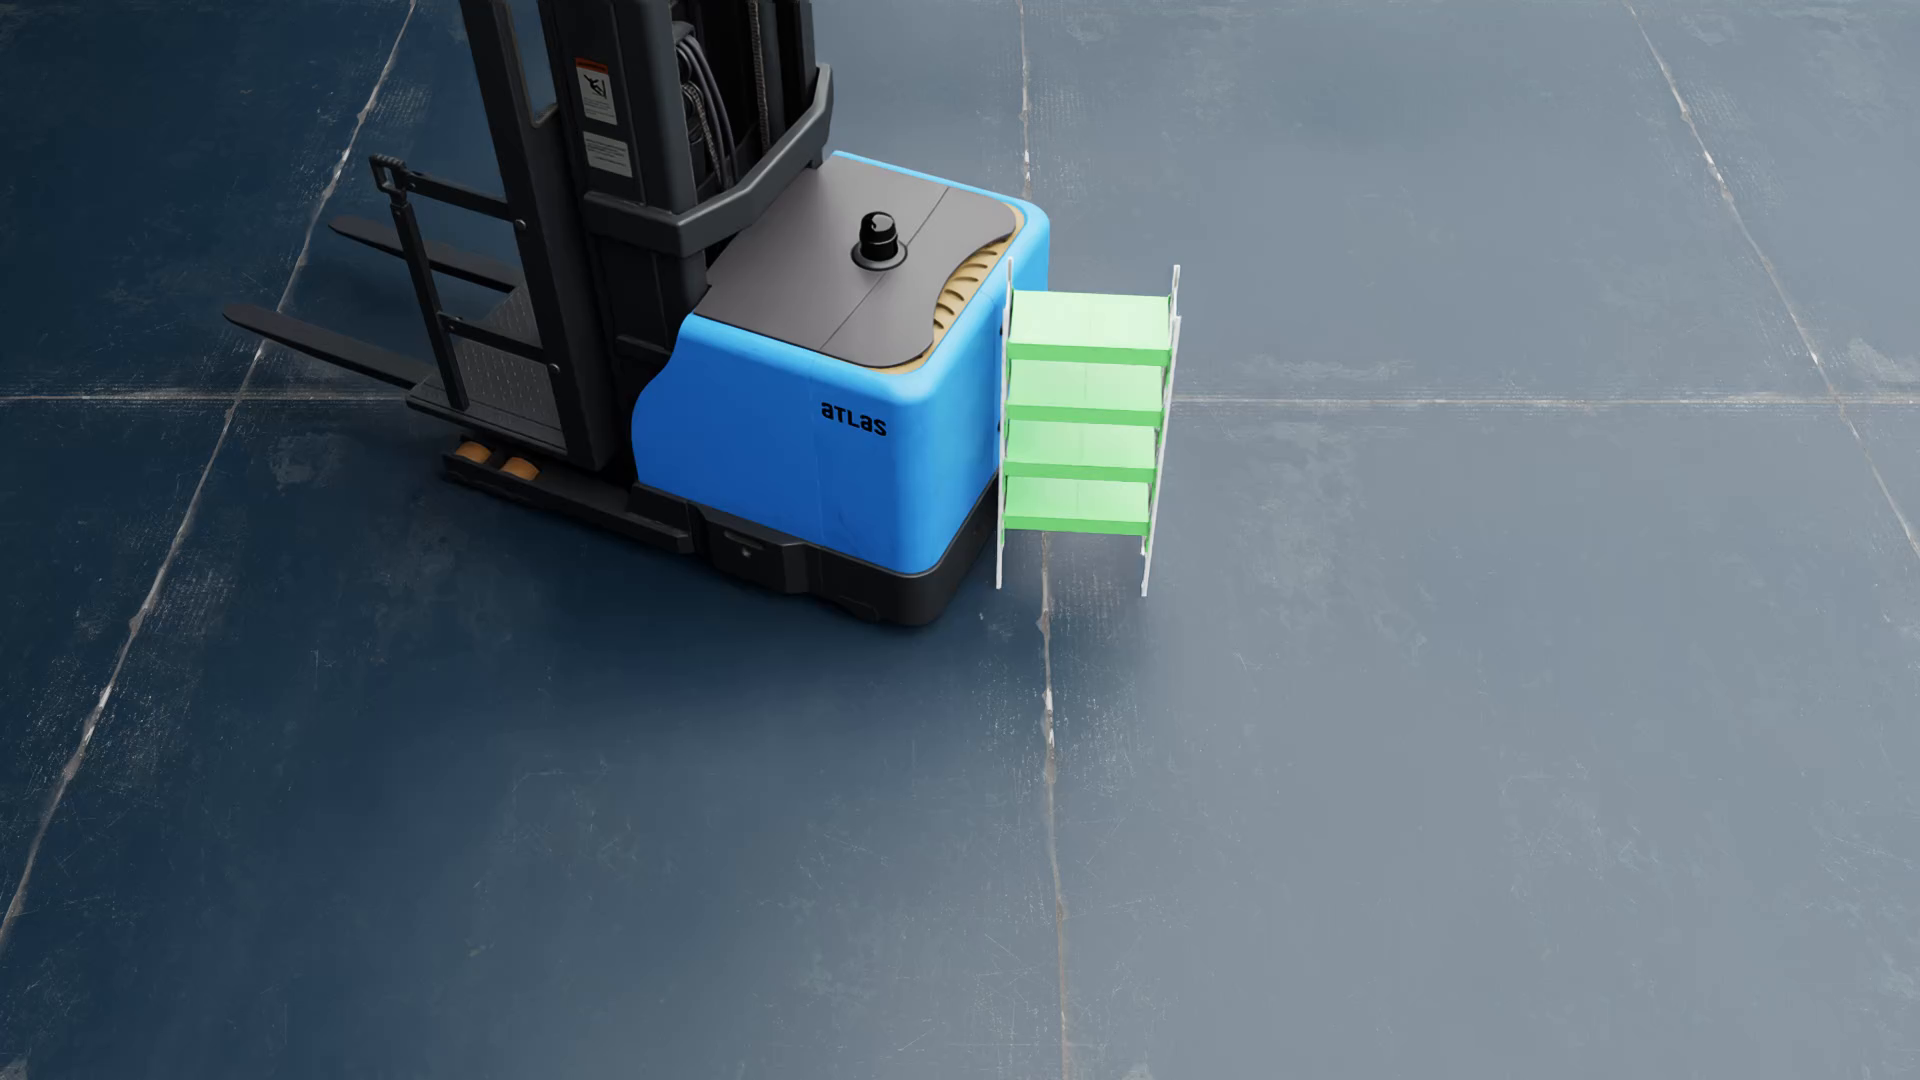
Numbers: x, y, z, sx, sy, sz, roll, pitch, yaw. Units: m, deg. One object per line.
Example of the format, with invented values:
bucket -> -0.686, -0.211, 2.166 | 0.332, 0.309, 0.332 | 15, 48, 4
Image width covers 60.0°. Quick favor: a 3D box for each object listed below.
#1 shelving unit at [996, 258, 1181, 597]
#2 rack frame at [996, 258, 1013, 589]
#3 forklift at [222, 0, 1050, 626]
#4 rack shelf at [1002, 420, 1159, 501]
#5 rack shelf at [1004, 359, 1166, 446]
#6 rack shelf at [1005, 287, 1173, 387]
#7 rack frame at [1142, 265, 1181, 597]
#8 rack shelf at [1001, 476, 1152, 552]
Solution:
shelving unit -> 0.382, -0.320, 5.228 | 0.503, 1.200, 0.258 | 3, 47, 3
rack frame -> 0.139, -0.333, 5.240 | 0.015, 1.200, 0.240 | 3, 47, 3
forklift -> -1.259, -1.457, 5.103 | 3.031, 2.935, 1.130 | 19, 50, 17
rack shelf -> 0.382, -0.276, 5.275 | 0.480, 0.148, 0.258 | 3, 47, 3
rack shelf -> 0.382, -0.440, 5.099 | 0.480, 0.148, 0.258 | 3, 47, 3
rack shelf -> 0.382, -0.603, 4.923 | 0.480, 0.148, 0.258 | 3, 47, 3
rack frame -> 0.625, -0.307, 5.216 | 0.015, 1.200, 0.240 | 3, 47, 3
rack shelf -> 0.382, -0.113, 5.450 | 0.480, 0.148, 0.258 | 3, 47, 3
